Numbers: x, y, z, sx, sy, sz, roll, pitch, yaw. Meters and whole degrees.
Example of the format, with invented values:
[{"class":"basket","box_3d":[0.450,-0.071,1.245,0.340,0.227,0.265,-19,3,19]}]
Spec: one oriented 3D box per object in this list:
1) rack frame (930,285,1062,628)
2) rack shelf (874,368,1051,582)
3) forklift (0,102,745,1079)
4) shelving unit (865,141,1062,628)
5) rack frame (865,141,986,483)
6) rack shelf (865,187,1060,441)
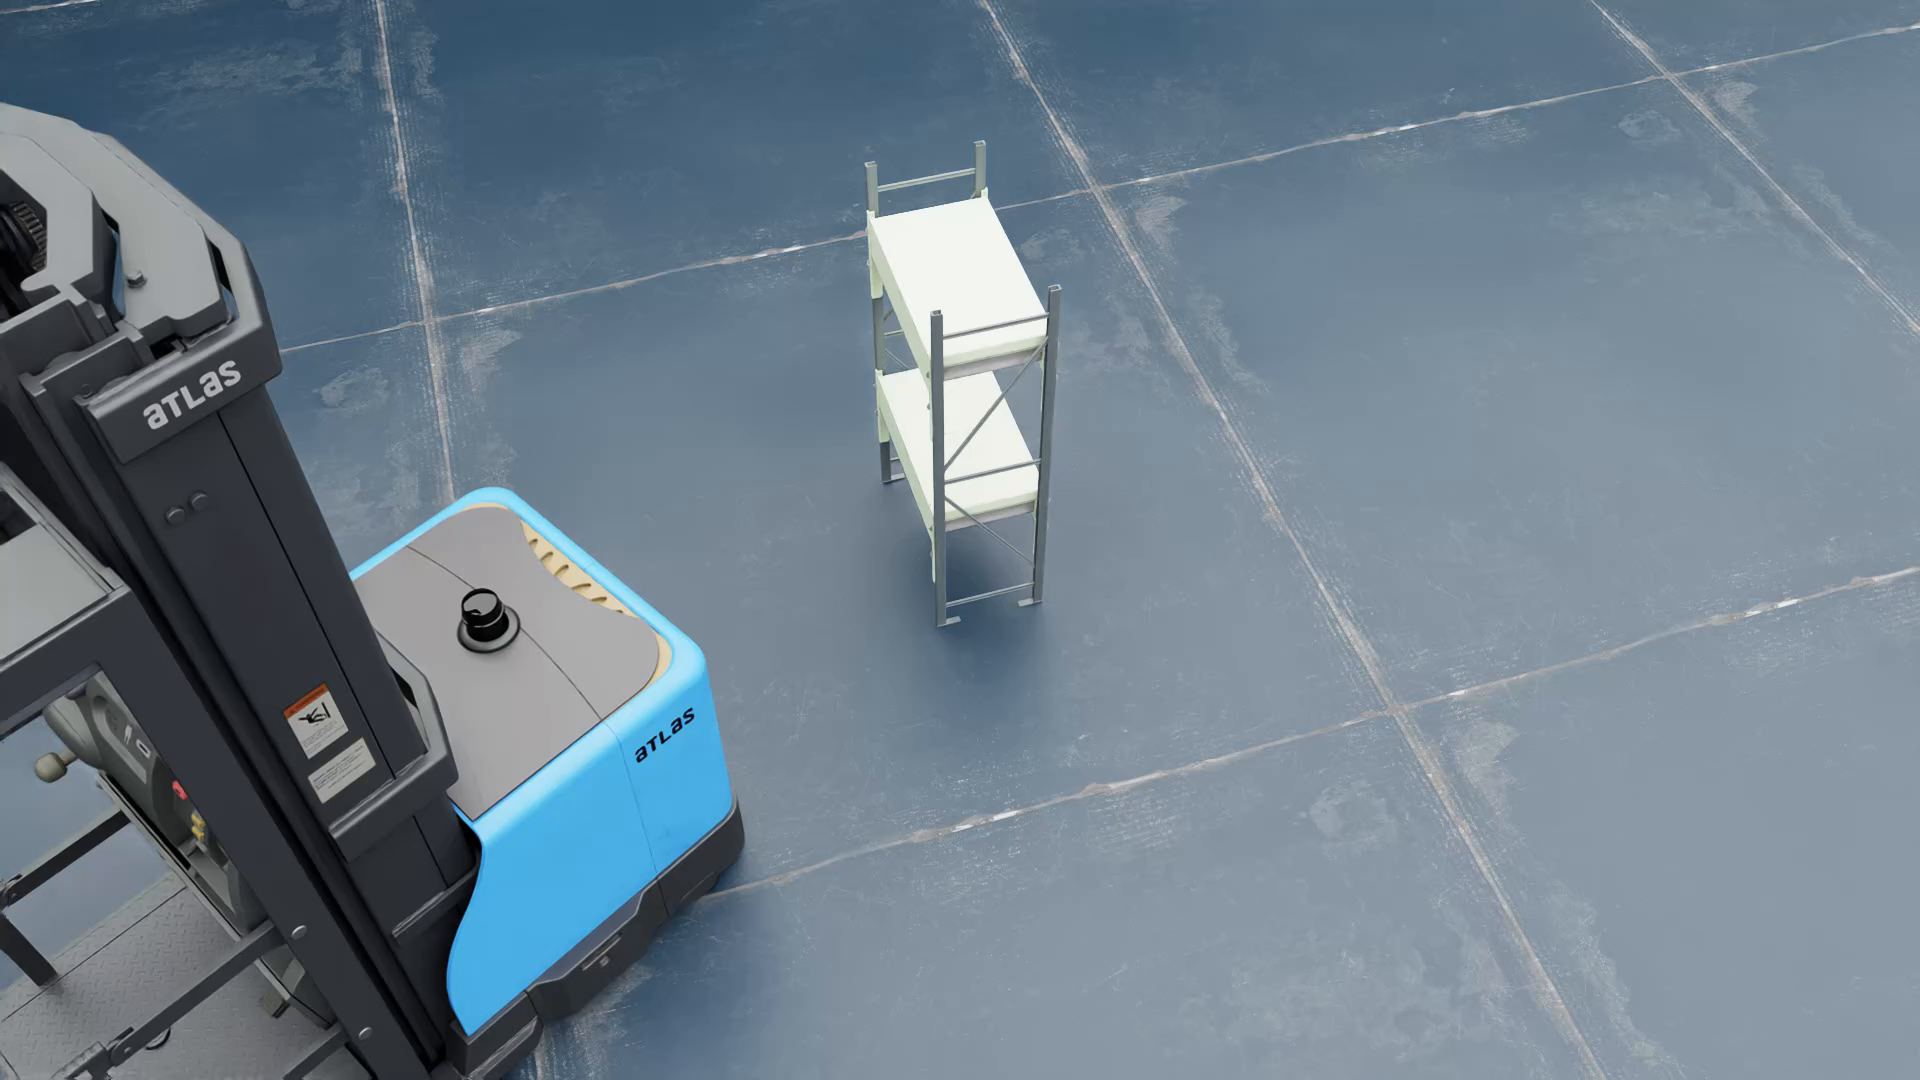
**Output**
[{"class":"rack frame","box_3d":[0.106,-0.221,5.455,0.400,1.500,0.023,-13,51,-11]},{"class":"rack shelf","box_3d":[-0.002,-0.278,5.930,0.431,0.370,0.720,-13,51,-11]},{"class":"forklift","box_3d":[-2.063,0.638,3.795,1.130,2.935,3.031,35,58,26]},{"class":"shelving unit","box_3d":[-0.002,-0.488,5.681,0.431,1.500,0.755,-13,51,-11]},{"class":"rack frame","box_3d":[-0.110,-0.756,5.906,0.400,1.500,0.023,-13,51,-11]},{"class":"rack shelf","box_3d":[-0.002,-0.740,5.382,0.431,0.370,0.720,-13,51,-11]}]
